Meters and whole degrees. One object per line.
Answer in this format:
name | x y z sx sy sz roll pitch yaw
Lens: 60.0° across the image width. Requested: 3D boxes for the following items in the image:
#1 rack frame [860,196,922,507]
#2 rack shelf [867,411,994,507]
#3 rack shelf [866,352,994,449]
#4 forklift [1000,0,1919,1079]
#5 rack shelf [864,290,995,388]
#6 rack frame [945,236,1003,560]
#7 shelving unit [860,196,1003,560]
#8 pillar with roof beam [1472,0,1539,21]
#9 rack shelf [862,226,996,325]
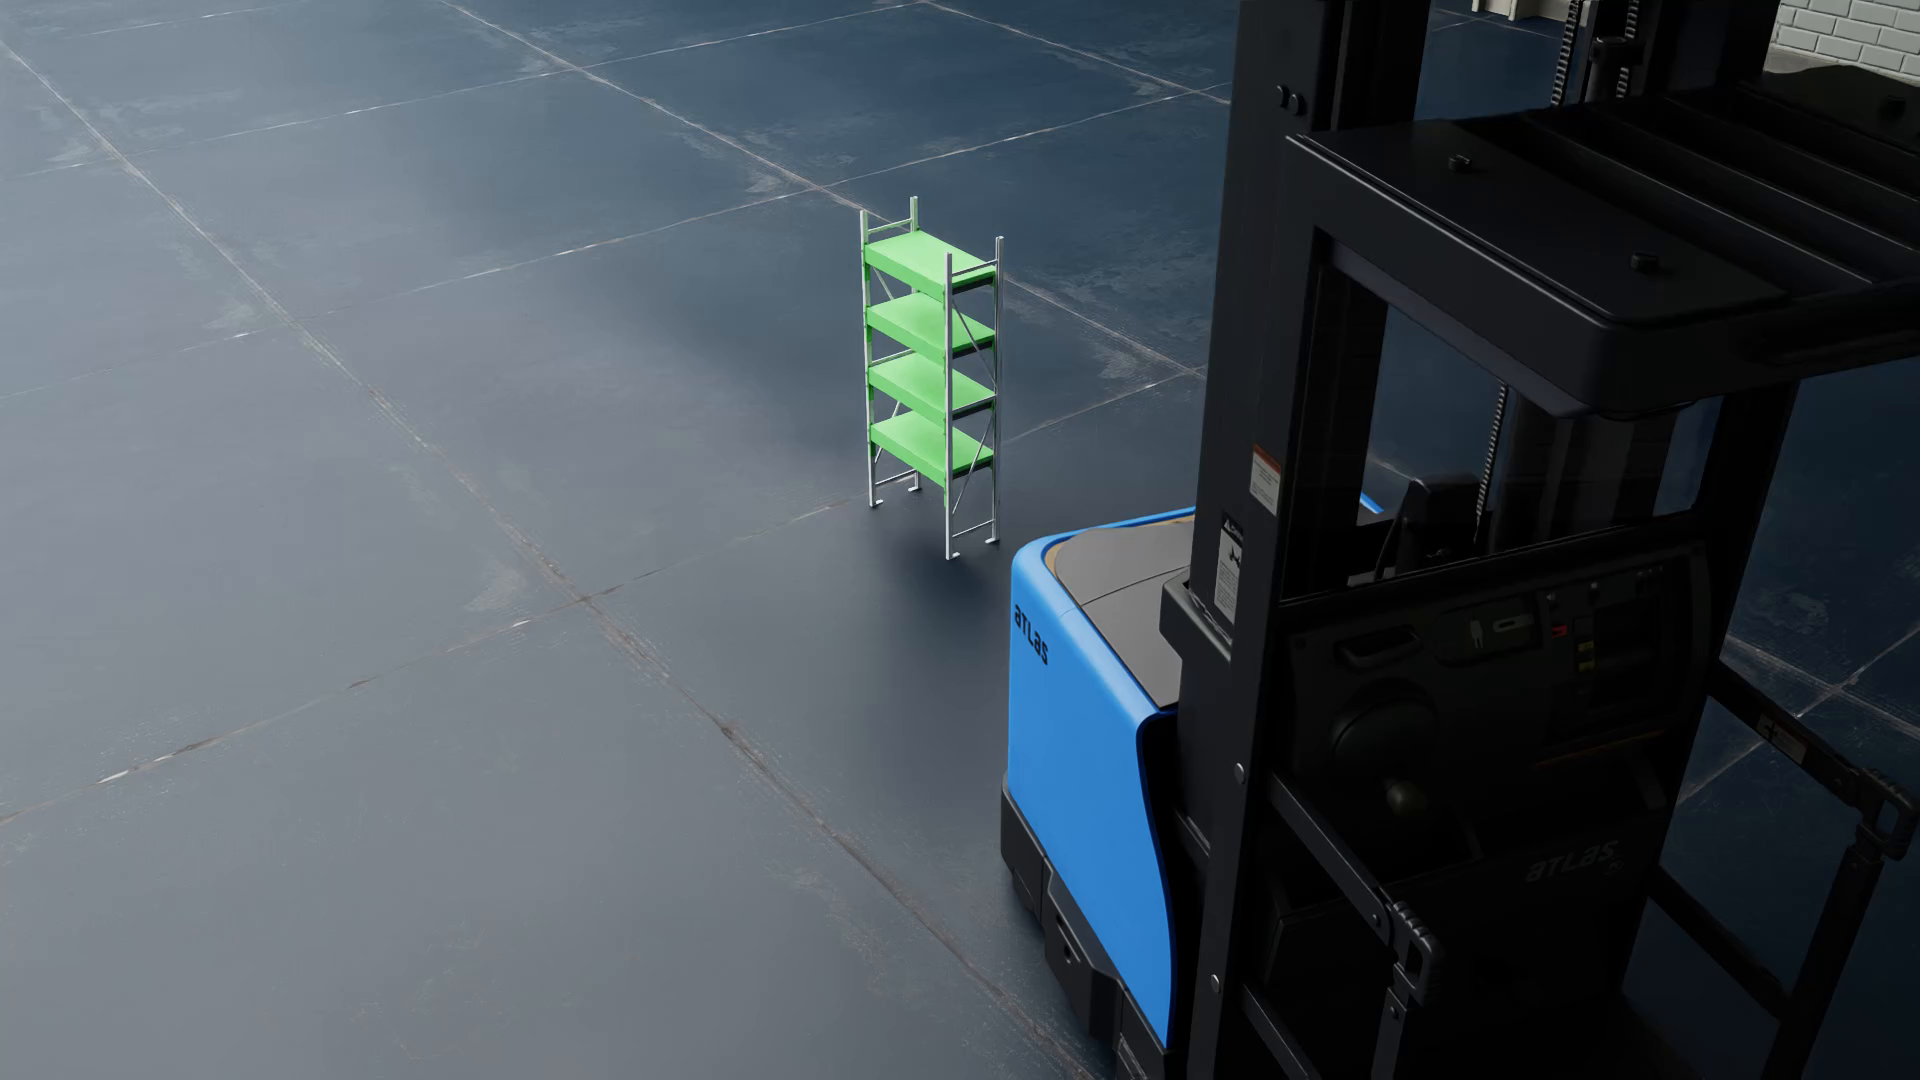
rack frame | -0.251 -0.680 6.208 0.240 1.200 0.015 -22 38 -31
rack shelf | -0.101 -0.321 6.205 0.258 0.148 0.480 -22 38 -31
rack shelf | -0.101 -0.524 6.078 0.258 0.148 0.480 -22 38 -31
forklift | 1.107 0.309 2.974 1.130 2.935 3.031 -11 34 -17
rack shelf | -0.101 -0.728 5.952 0.258 0.148 0.480 -22 38 -31
rack frame | 0.048 -0.477 5.881 0.240 1.200 0.015 -22 38 -31
shelving unit | -0.101 -0.579 6.045 0.258 1.200 0.503 -22 38 -31
pillar with roof beam | 0.786 -6.486 8.163 9.100 9.000 0.400 -22 38 -31
rack shelf | -0.101 -0.932 5.825 0.258 0.148 0.480 -22 38 -31
